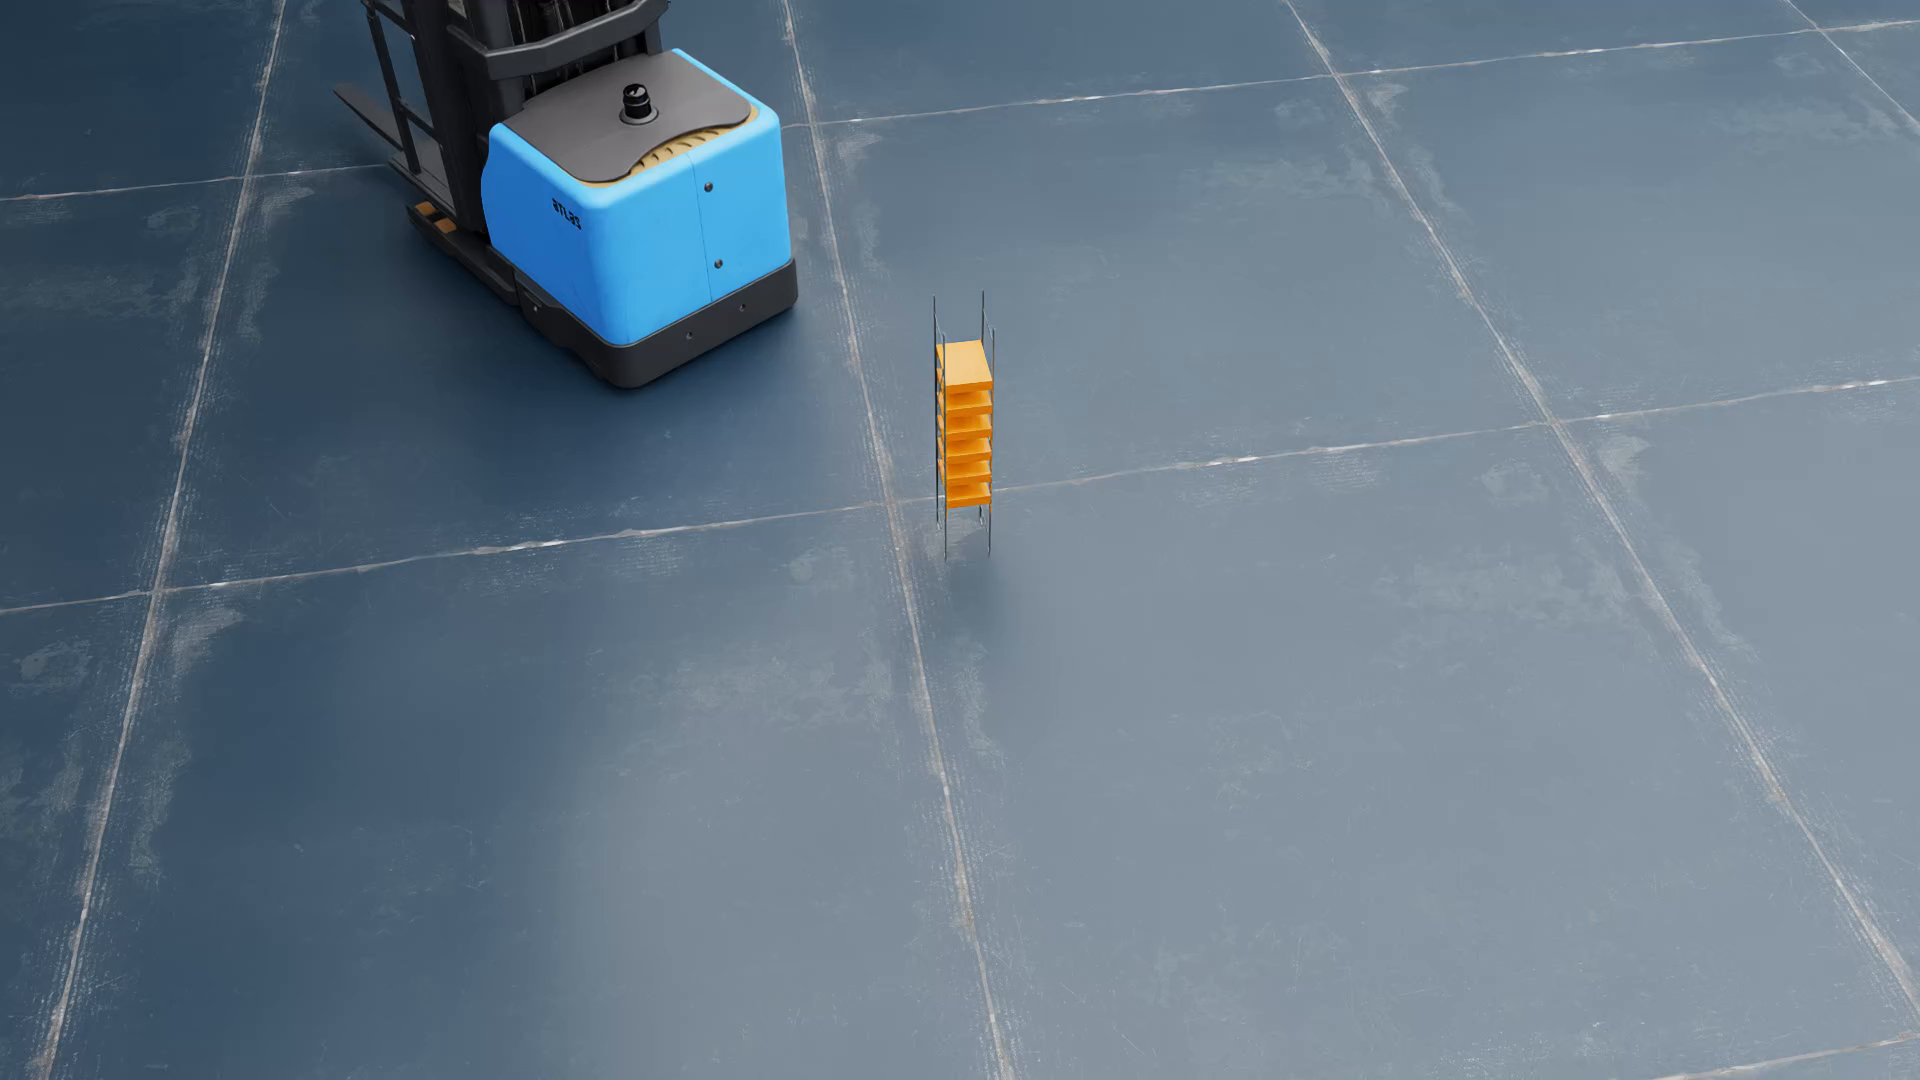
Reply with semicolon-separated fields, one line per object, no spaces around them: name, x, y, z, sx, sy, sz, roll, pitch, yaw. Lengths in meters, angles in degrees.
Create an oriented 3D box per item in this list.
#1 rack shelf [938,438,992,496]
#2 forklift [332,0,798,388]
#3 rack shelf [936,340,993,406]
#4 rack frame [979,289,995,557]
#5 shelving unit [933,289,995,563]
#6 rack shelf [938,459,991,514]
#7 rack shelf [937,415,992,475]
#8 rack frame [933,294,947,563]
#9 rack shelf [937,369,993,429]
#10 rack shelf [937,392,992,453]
rack shelf;0.014;-0.304;6.631;0.180;0.103;0.258;-7;46;-7
forklift;-2.137;-2.680;7.490;1.130;2.935;3.031;-33;55;-28
rack shelf;0.014;-0.637;6.286;0.180;0.103;0.258;-7;46;-7
rack frame;0.104;-0.429;6.524;0.006;1.200;0.240;-7;46;-7
shelving unit;0.014;-0.418;6.513;0.189;1.200;0.258;-7;46;-7
rack shelf;0.014;-0.221;6.718;0.180;0.103;0.258;-7;46;-7
rack shelf;0.014;-0.387;6.545;0.180;0.103;0.258;-7;46;-7
rack frame;-0.076;-0.407;6.502;0.006;1.200;0.240;-7;46;-7
rack shelf;0.014;-0.554;6.372;0.180;0.103;0.258;-7;46;-7
rack shelf;0.014;-0.471;6.458;0.180;0.103;0.258;-7;46;-7
